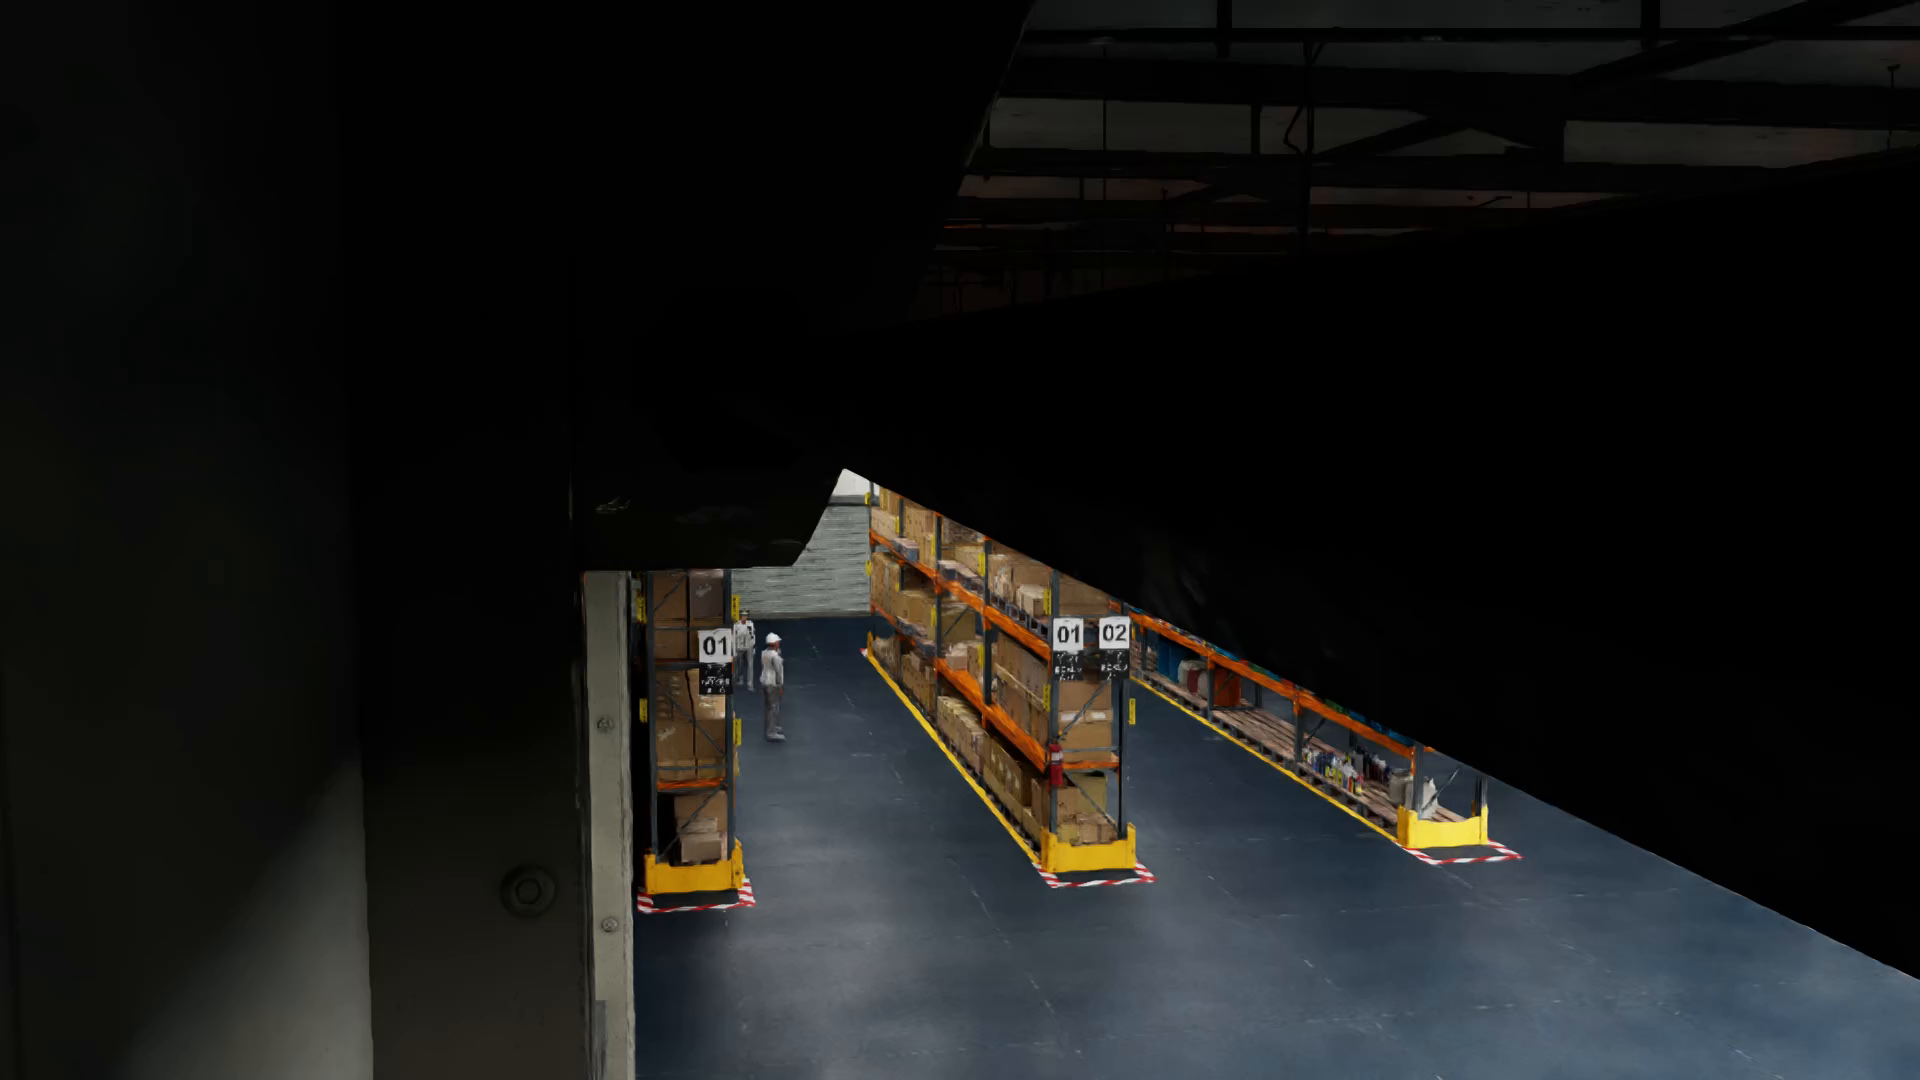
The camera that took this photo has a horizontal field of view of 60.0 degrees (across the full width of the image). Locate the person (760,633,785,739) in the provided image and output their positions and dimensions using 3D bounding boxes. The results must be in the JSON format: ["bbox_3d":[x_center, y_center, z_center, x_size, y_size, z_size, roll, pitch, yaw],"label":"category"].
[{"bbox_3d":[-3.163,2.467,28.411,0.463,1.782,0.598,-4,7,-34],"label":"person"}]

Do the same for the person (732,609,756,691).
[{"bbox_3d":[-4.240,2.120,32.600,0.495,1.589,1.086,-1,6,-9],"label":"person"}]
